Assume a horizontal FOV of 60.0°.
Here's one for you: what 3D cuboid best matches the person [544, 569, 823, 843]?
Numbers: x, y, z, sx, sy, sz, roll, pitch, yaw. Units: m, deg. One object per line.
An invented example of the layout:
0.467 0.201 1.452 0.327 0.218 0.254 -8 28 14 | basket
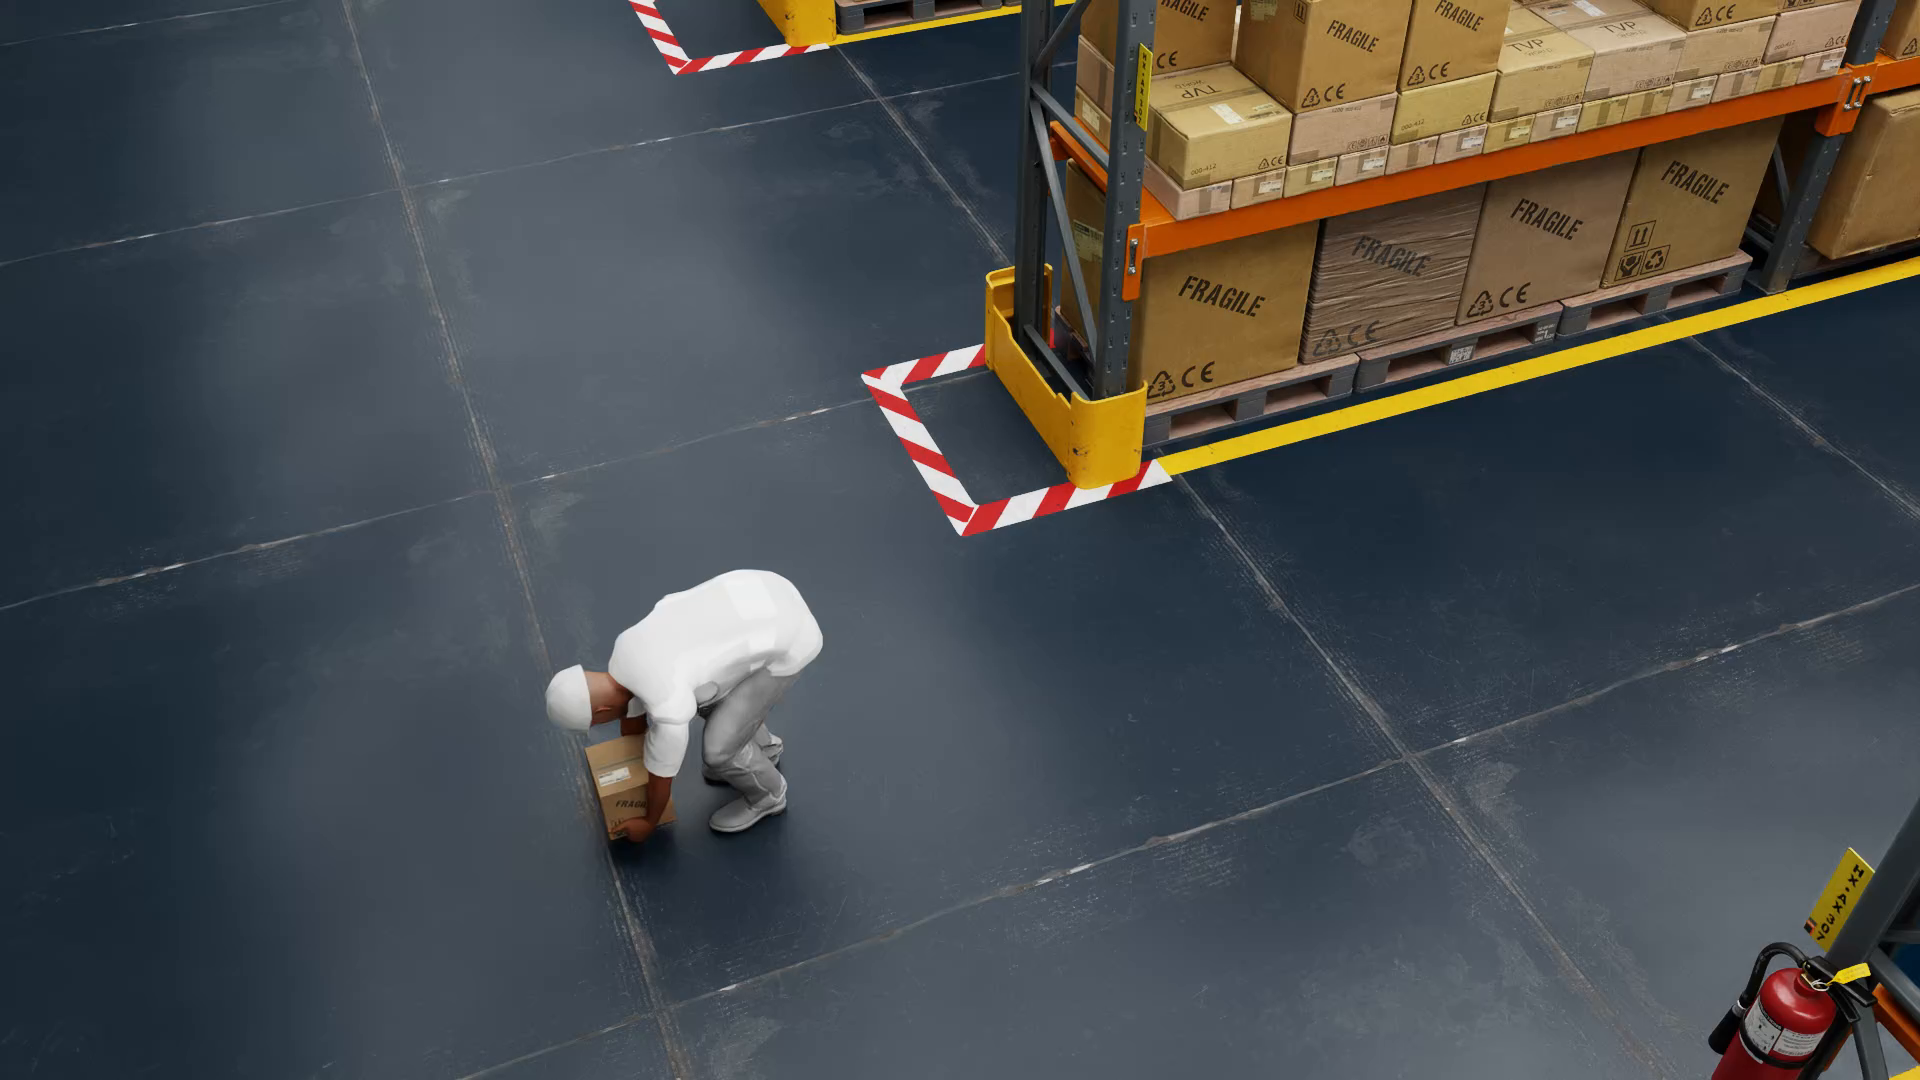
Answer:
-0.965 0.636 5.982 0.977 1.019 0.497 -17 44 -19 | person
